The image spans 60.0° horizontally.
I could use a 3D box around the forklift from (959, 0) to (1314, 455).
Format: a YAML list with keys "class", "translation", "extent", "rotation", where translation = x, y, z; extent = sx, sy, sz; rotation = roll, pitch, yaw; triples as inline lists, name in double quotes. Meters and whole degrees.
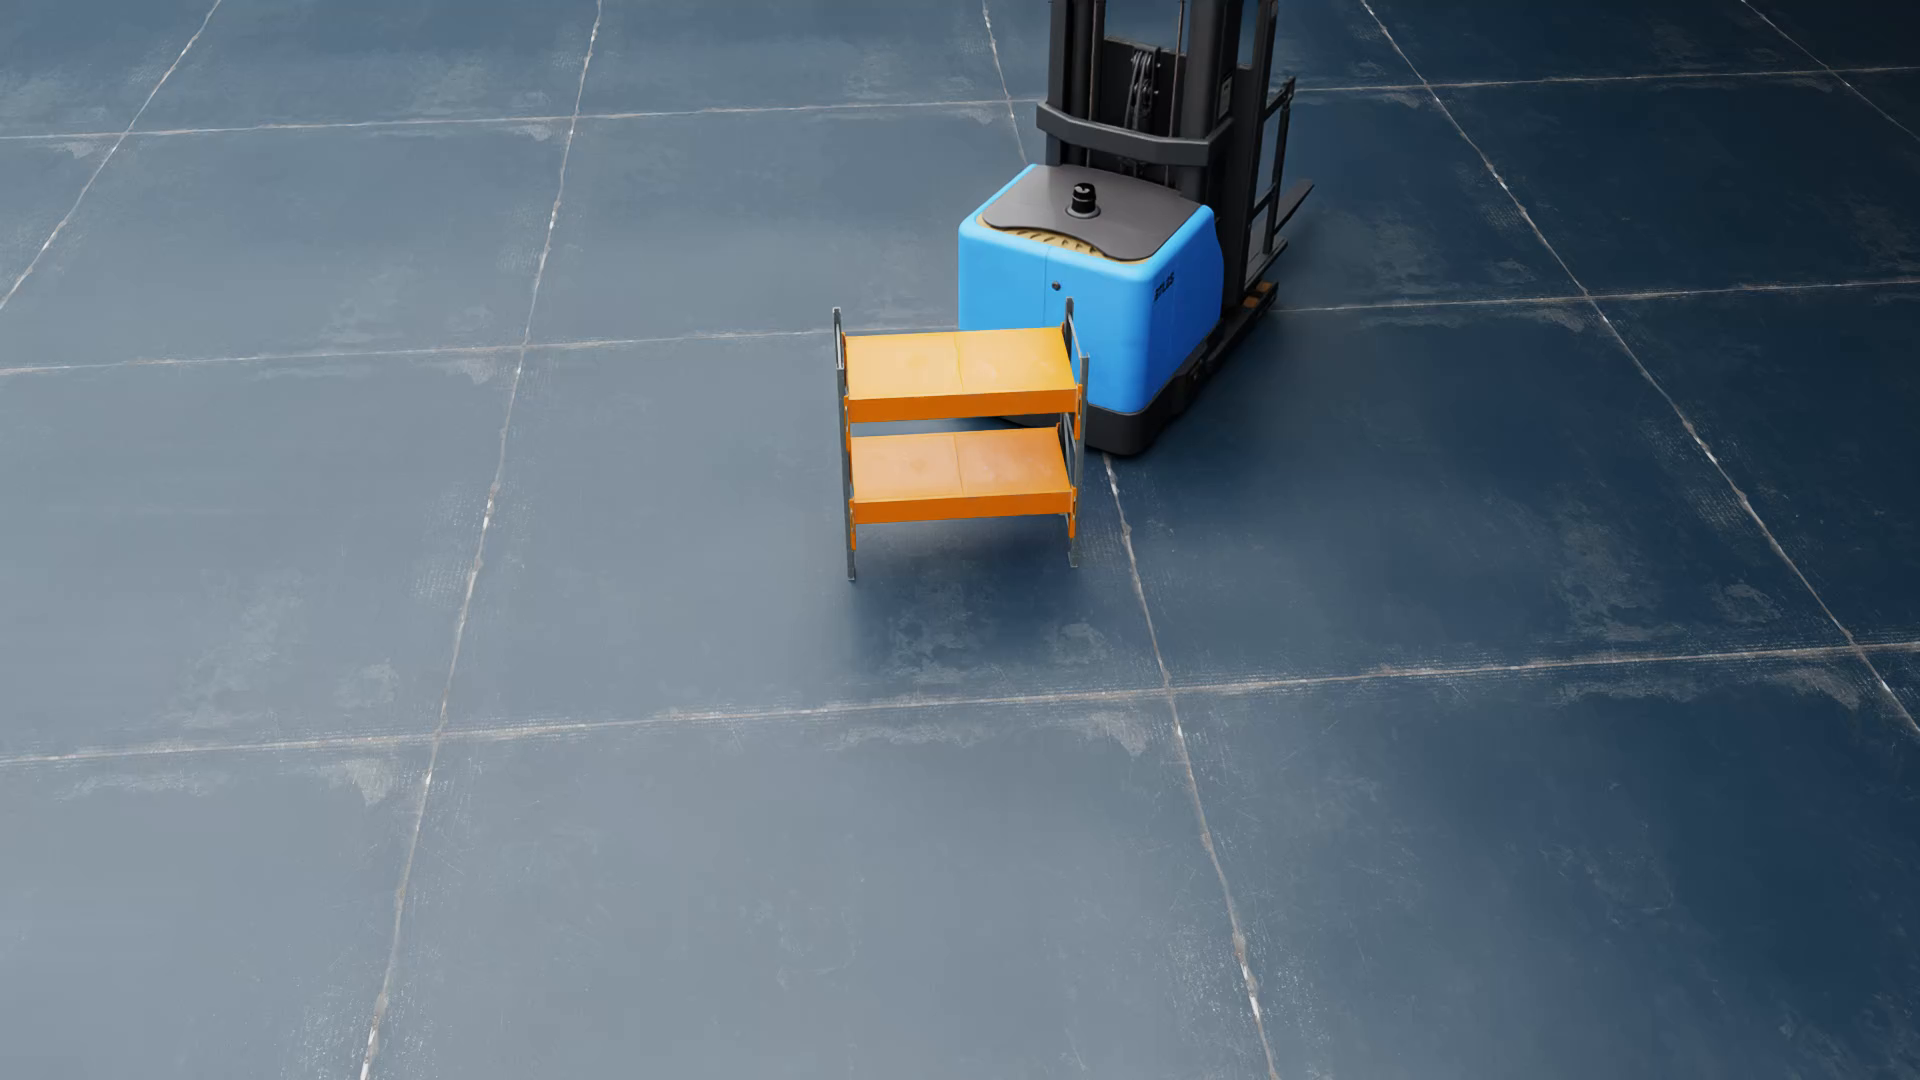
- class: "forklift"
  translation: [1.138, -2.464, 8.506]
  extent: [1.130, 2.935, 3.031]
  rotation: [19, 42, 23]

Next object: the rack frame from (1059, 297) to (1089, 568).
- class: "rack frame"
  translation: [0.500, -0.469, 7.436]
  extent: [0.032, 1.125, 0.500]
  rotation: [-3, 38, -4]

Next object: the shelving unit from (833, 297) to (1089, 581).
- class: "shelving unit"
  translation: [-0.007, -0.441, 7.401]
  extent: [1.048, 1.125, 0.538]
  rotation: [-3, 38, -4]

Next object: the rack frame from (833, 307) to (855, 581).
- class: "rack frame"
  translation: [-0.513, -0.413, 7.366]
  extent: [0.032, 1.125, 0.500]
  rotation: [-3, 38, -4]

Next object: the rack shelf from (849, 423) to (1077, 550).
- class: "rack shelf"
  translation: [-0.007, -0.249, 7.553]
  extent: [1.000, 0.278, 0.538]
  rotation: [-3, 38, -4]

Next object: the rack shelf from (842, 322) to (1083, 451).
- class: "rack shelf"
  translation: [-0.007, -0.671, 7.220]
  extent: [1.000, 0.278, 0.538]
  rotation: [-3, 38, -4]
